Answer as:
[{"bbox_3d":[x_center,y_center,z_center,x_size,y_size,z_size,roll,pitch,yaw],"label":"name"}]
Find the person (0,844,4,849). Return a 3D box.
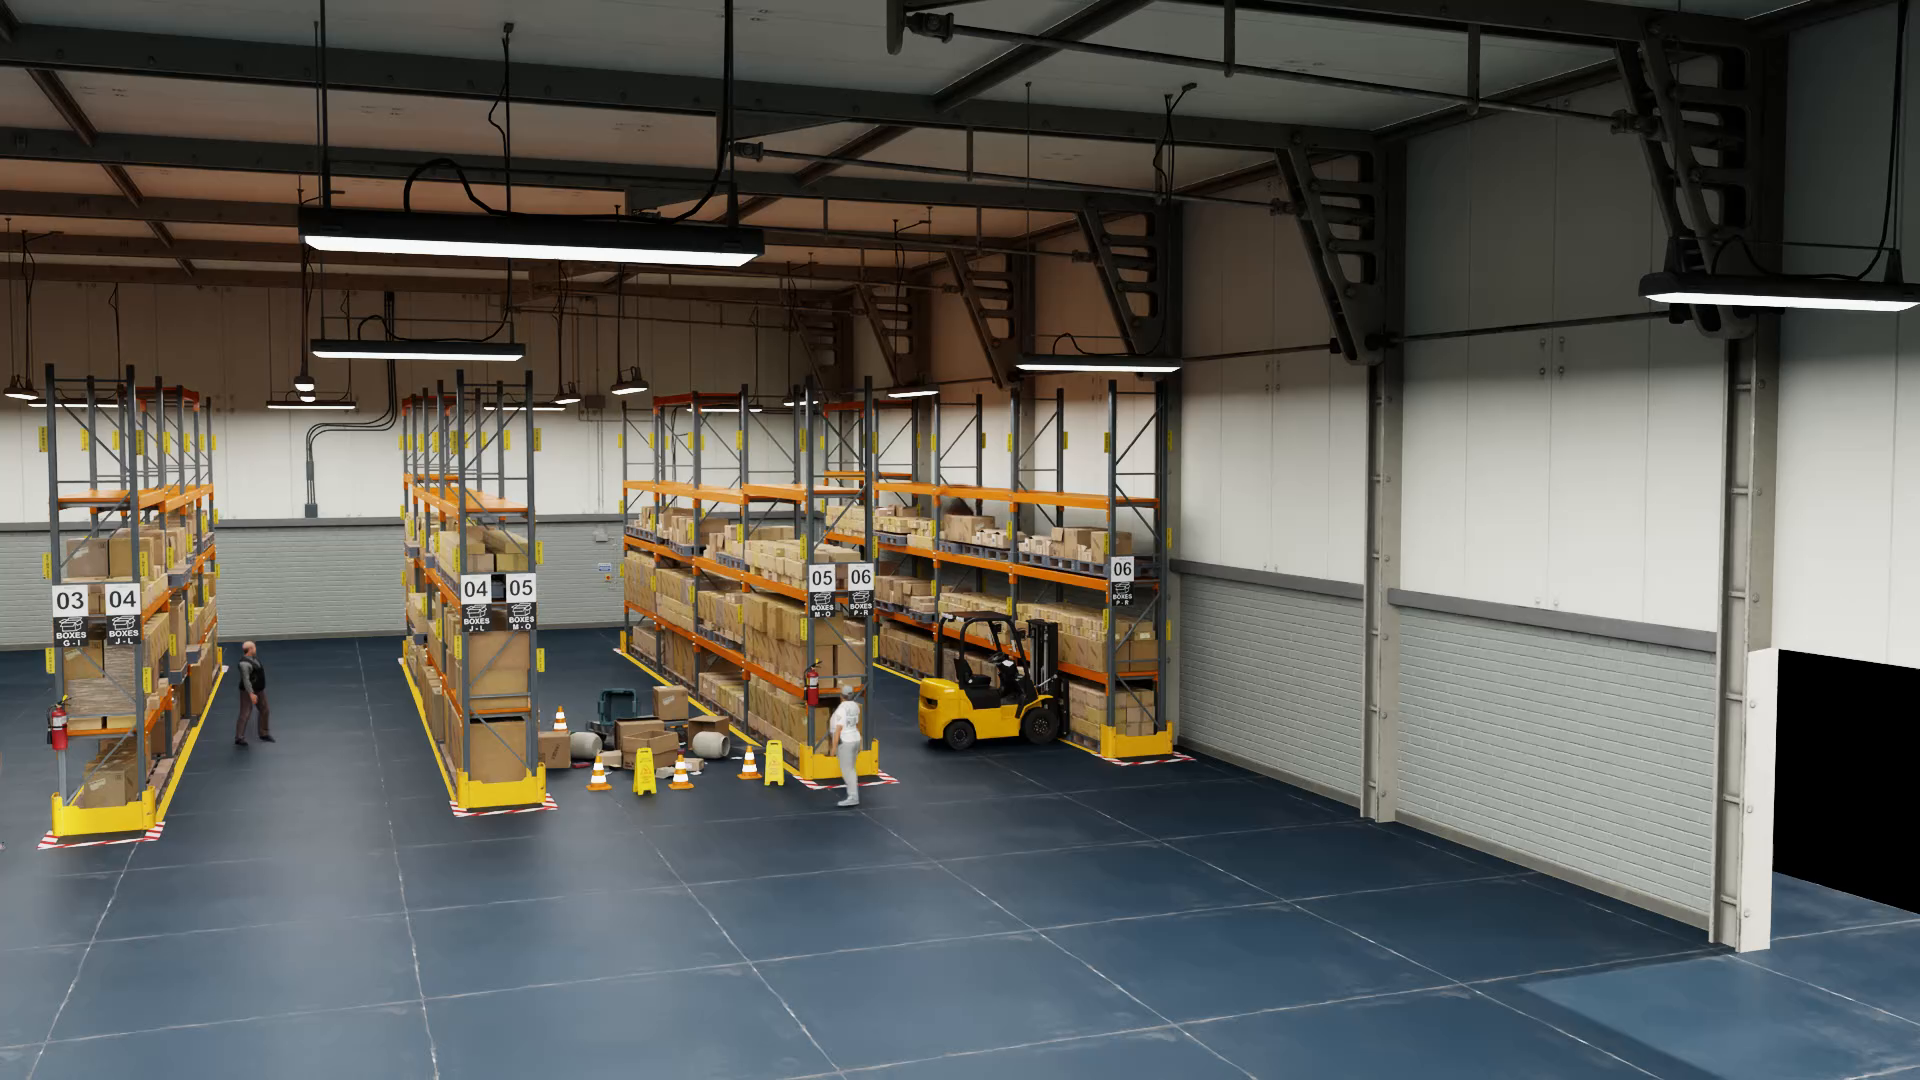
[{"bbox_3d":[-12.097,3.009,20.450,0.616,1.665,0.484,0,3,3],"label":"person"}]

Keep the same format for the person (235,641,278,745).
[{"bbox_3d":[-11.735,2.548,27.604,0.503,1.753,0.656,0,3,8],"label":"person"}]

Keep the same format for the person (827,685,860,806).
[{"bbox_3d":[-1.598,2.840,22.935,0.437,1.691,0.542,1,3,15],"label":"person"}]
